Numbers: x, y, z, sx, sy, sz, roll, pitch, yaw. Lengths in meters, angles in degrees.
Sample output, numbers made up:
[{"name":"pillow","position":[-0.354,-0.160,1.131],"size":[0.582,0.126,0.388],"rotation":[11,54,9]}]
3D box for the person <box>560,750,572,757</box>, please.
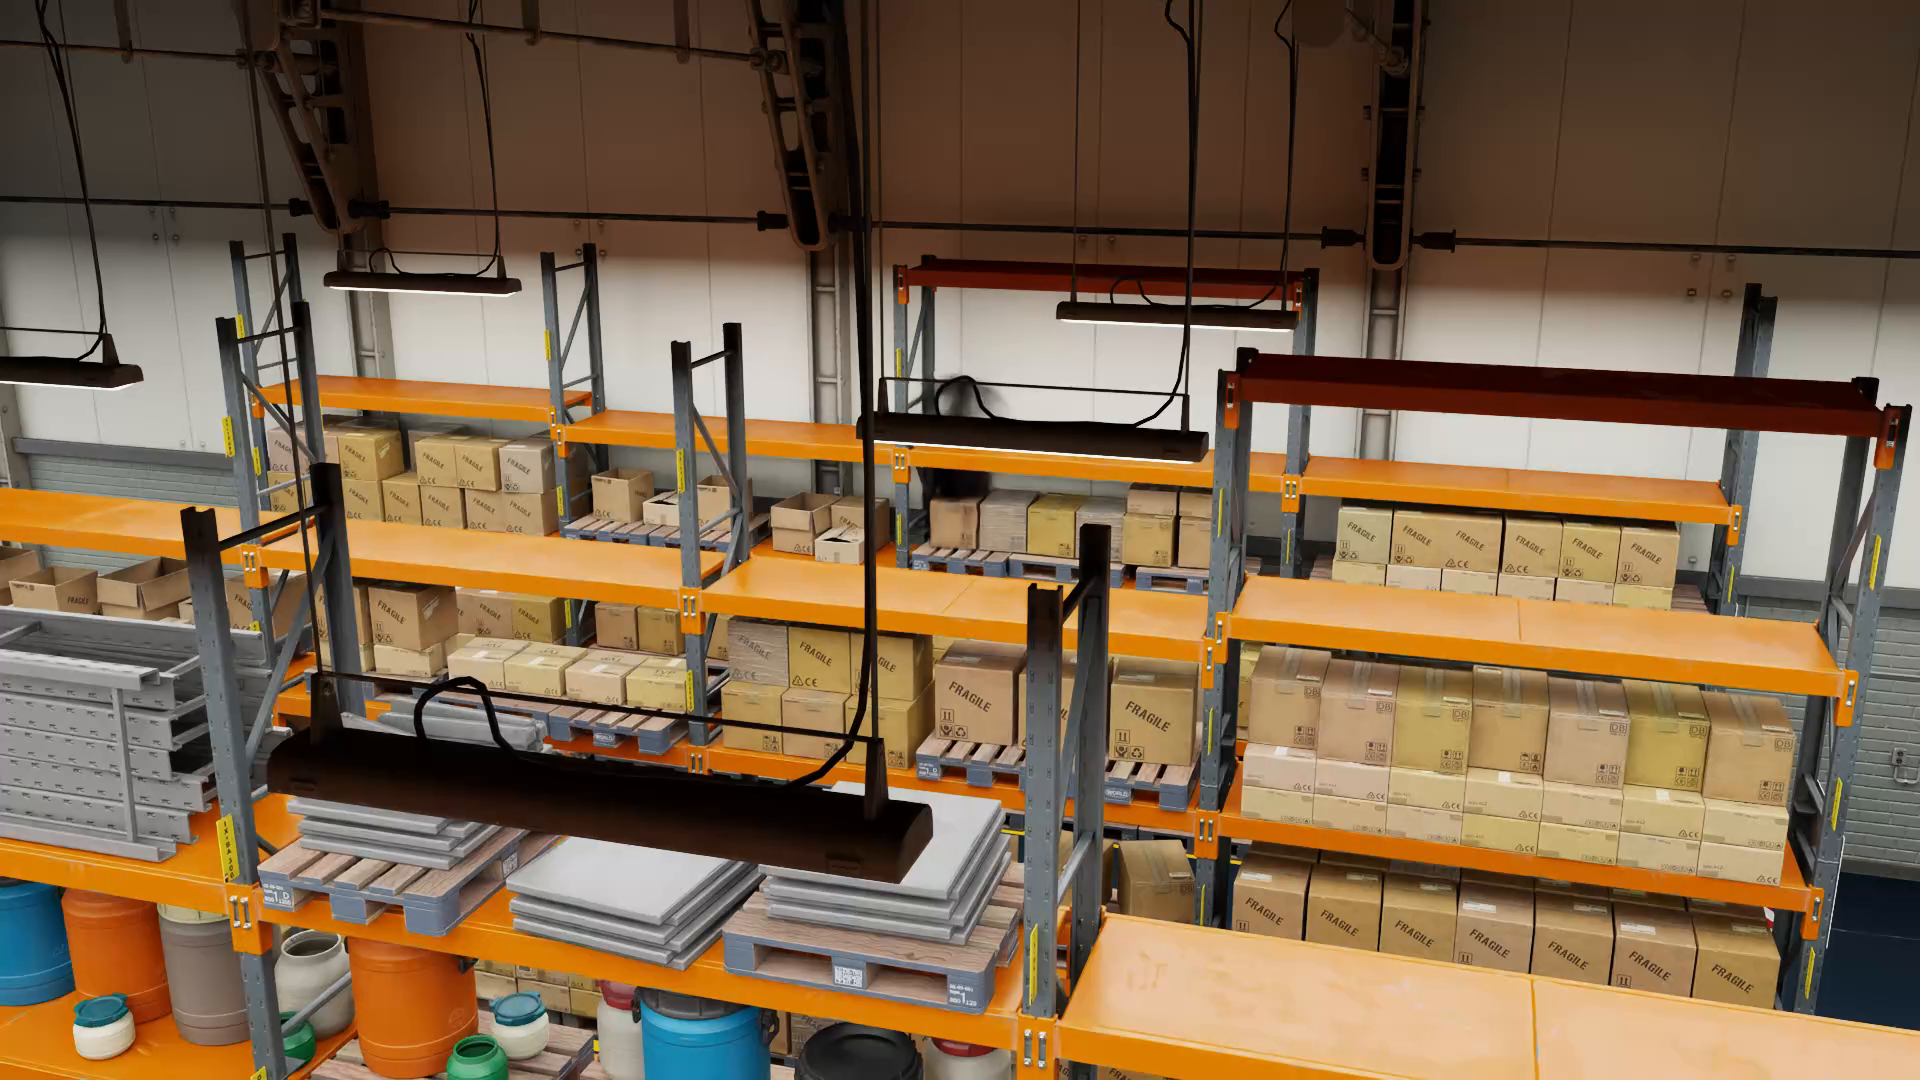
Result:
[{"name":"person","position":[-4.274,2.539,16.964],"size":[1.122,1.583,0.695],"rotation":[8,18,25]}]
